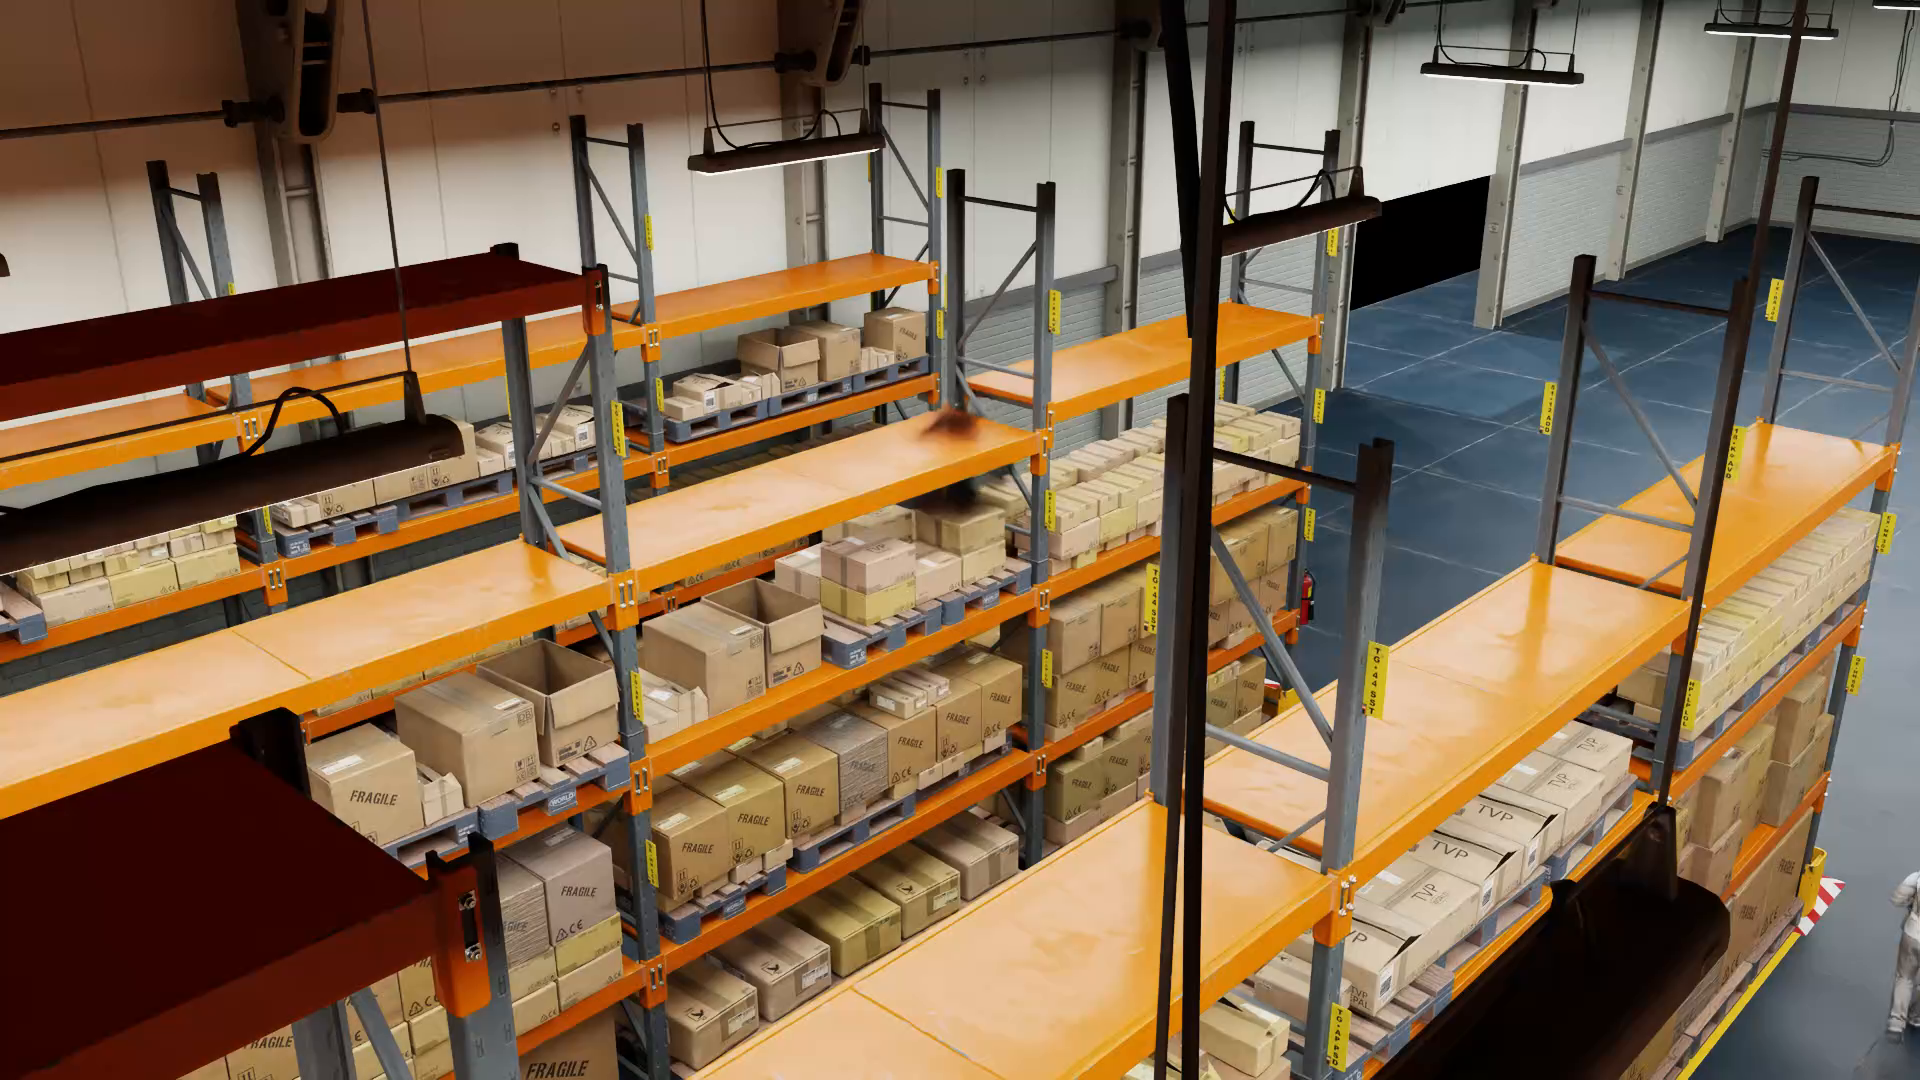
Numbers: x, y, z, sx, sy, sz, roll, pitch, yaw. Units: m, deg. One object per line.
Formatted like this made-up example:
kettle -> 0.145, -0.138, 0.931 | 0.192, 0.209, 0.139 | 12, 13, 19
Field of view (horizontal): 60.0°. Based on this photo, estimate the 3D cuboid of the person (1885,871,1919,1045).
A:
person -> 7.078, 2.930, 12.126 | 0.642, 1.671, 0.845 | 15, 26, 34
